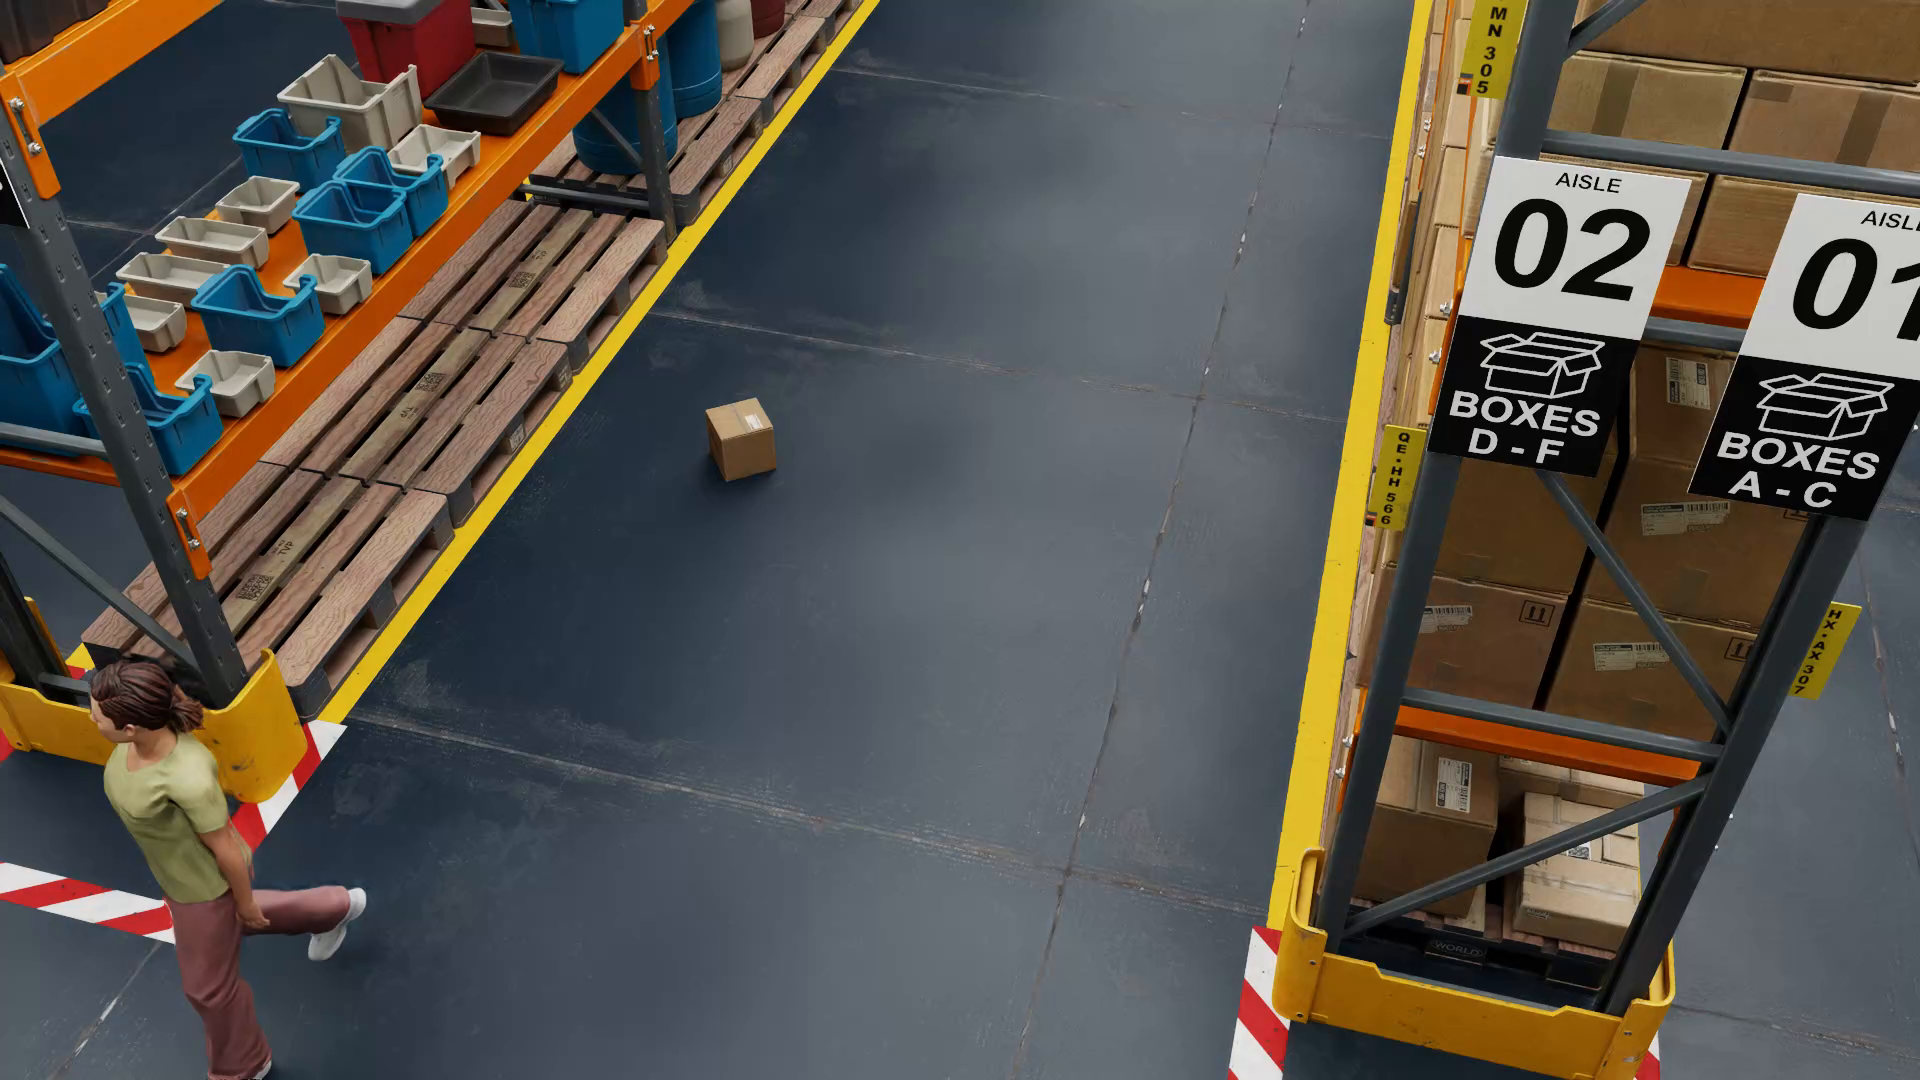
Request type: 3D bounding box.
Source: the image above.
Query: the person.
[{"bbox_3d":[-2.279,0.975,5.036,0.477,1.645,0.808,33,51,32],"label":"person"}]
